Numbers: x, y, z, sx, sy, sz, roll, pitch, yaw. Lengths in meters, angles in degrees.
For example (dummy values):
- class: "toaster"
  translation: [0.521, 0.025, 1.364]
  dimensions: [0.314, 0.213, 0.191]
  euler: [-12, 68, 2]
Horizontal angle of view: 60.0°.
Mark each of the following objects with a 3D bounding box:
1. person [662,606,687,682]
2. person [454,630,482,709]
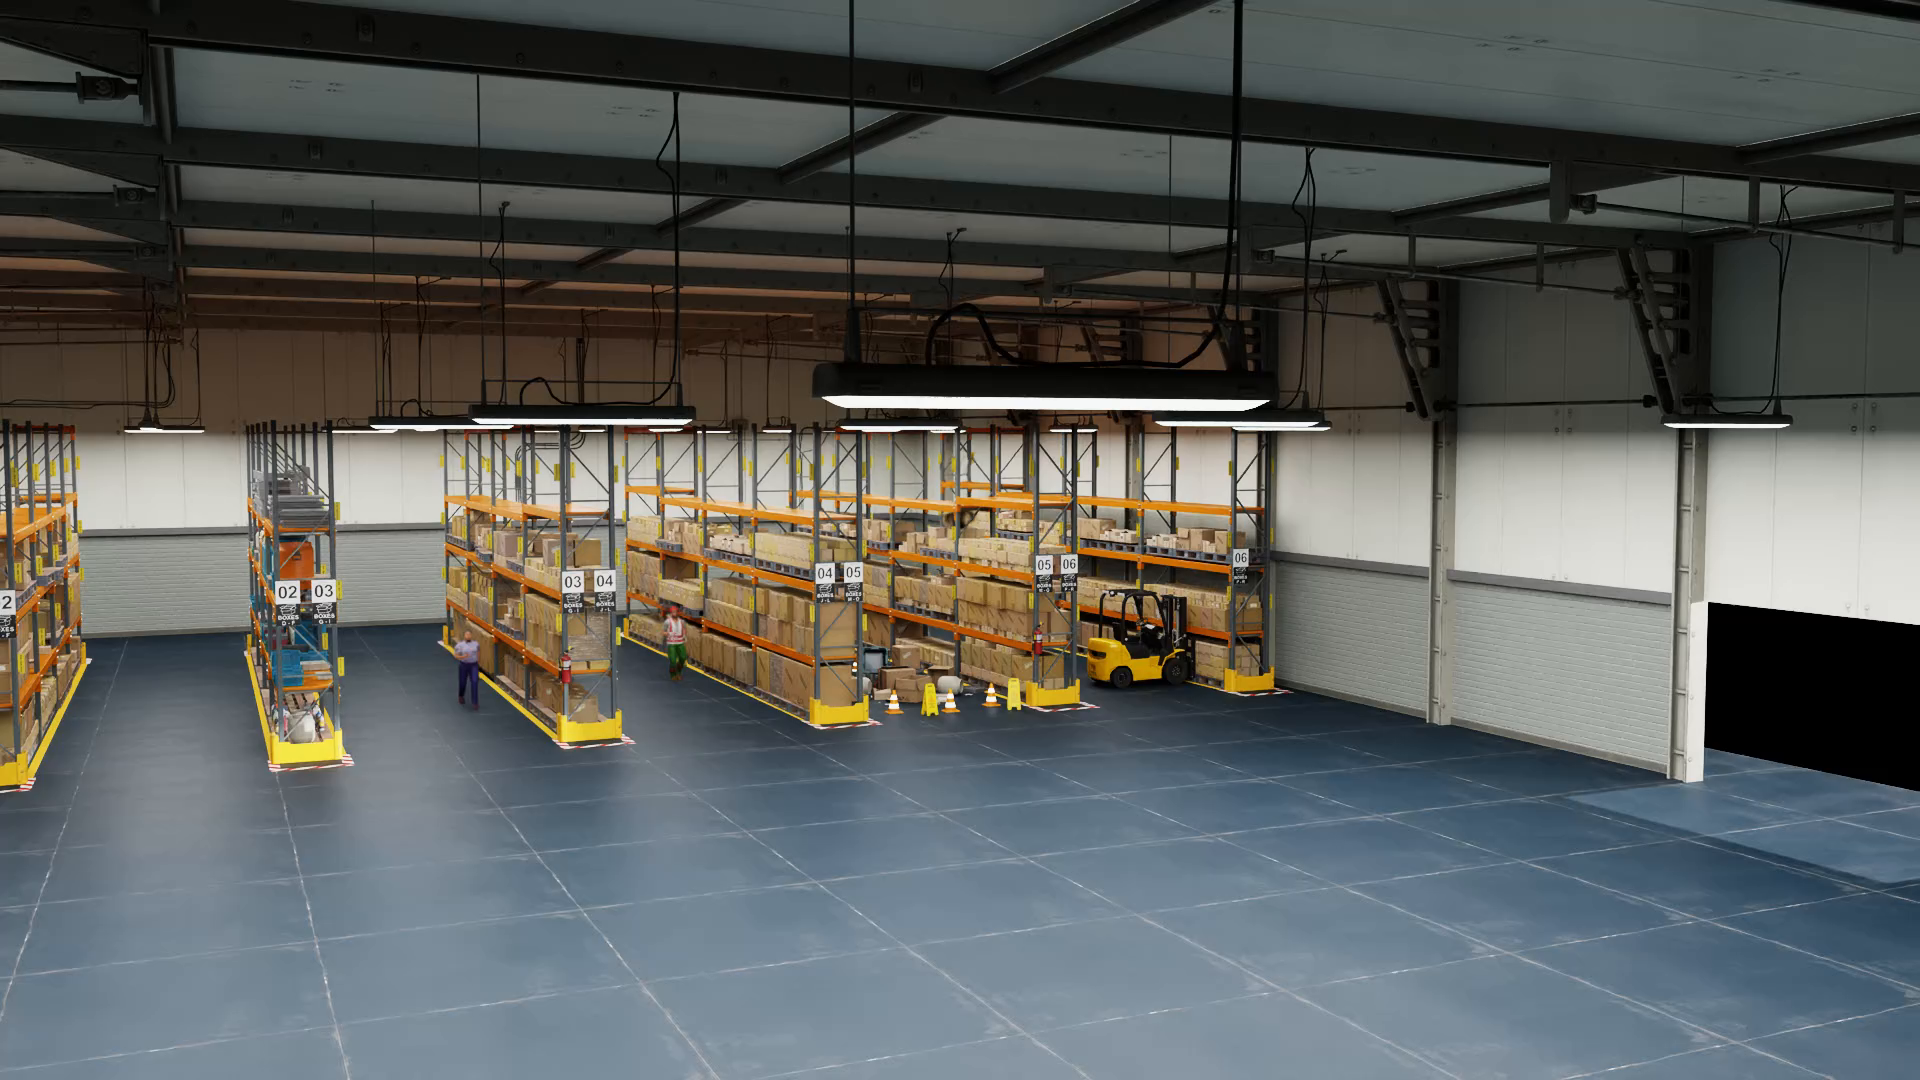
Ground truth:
- class: "person"
  translation: [-6.574, 2.424, 38.572]
  dimensions: [0.636, 1.772, 0.626]
  euler: [-2, 4, -25]
- class: "person"
  translation: [-10.333, 2.699, 34.965]
  dimensions: [0.607, 1.632, 0.941]
  euler: [-2, 4, -26]
